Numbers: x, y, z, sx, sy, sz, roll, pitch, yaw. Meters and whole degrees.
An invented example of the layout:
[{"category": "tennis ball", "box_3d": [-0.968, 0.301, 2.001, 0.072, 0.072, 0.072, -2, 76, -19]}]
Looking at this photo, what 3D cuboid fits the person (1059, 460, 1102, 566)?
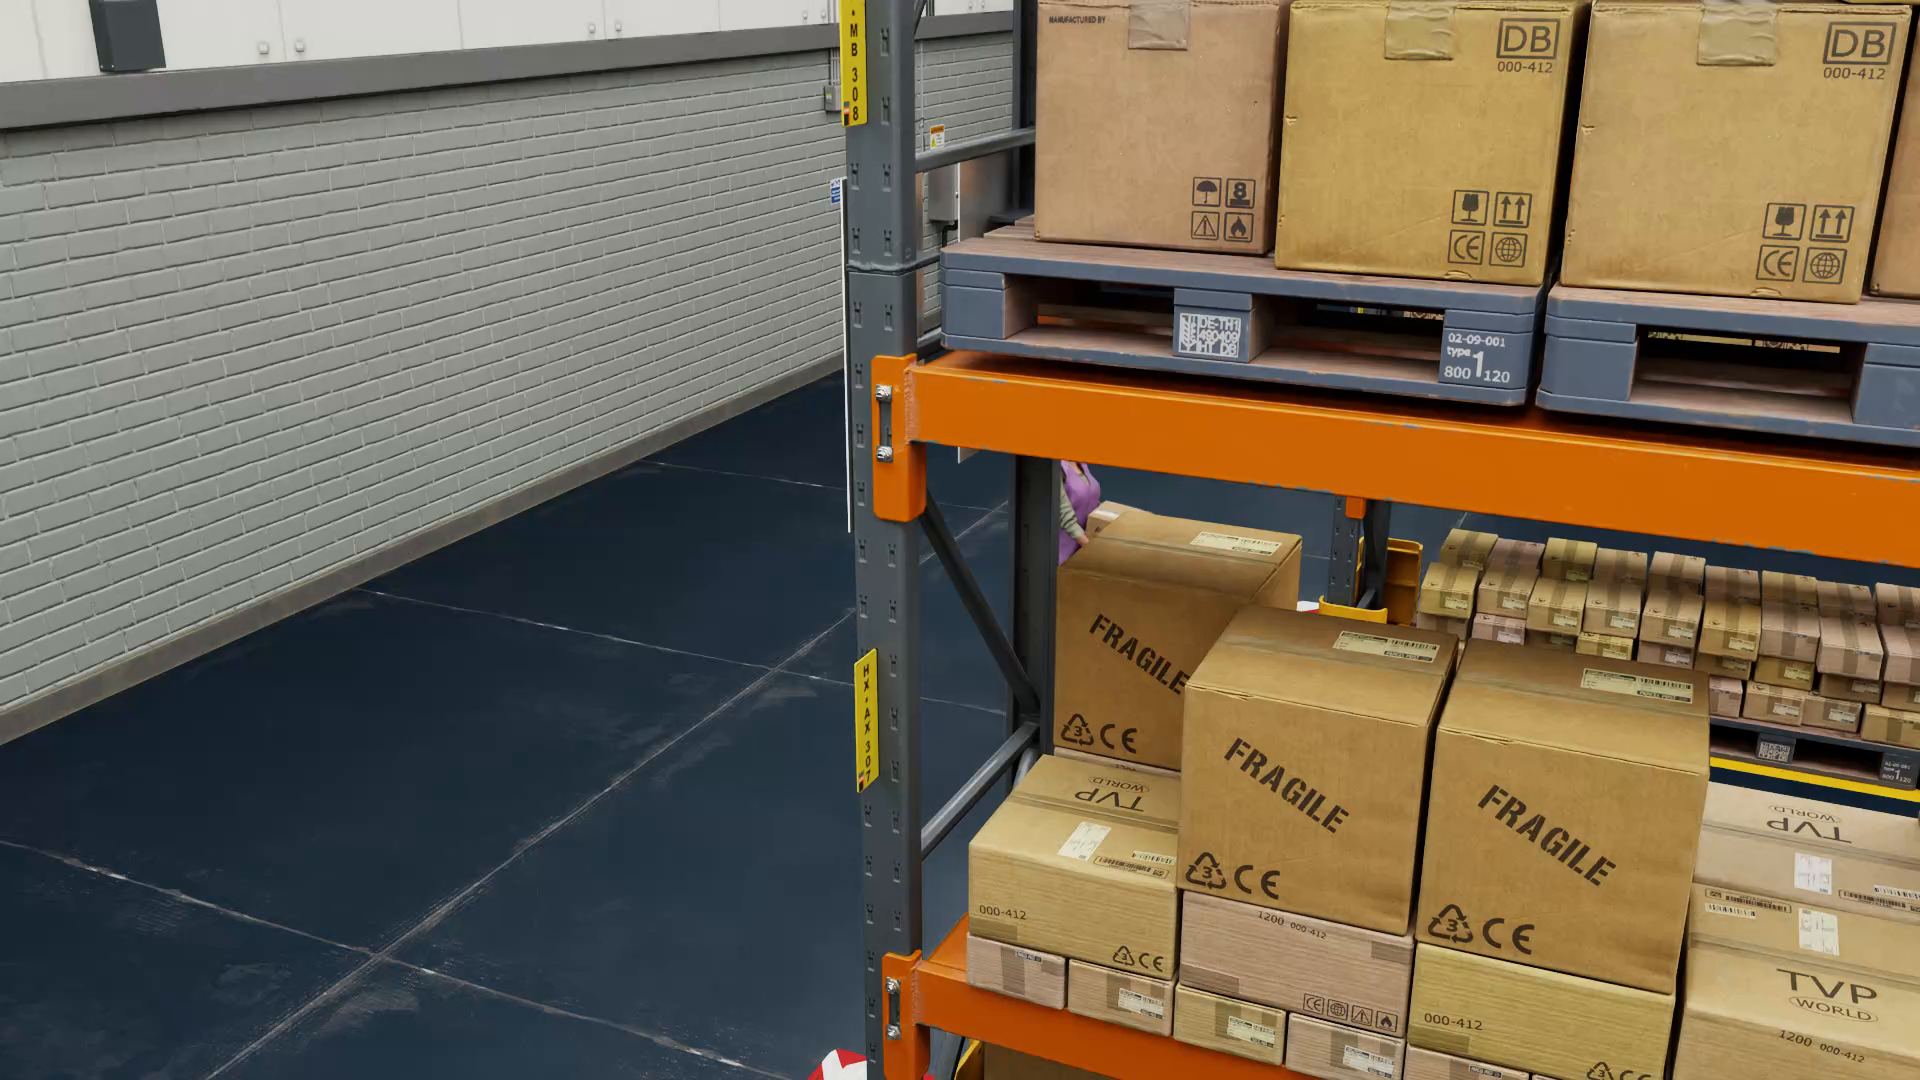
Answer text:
[{"category": "person", "box_3d": [0.608, 0.125, 8.236, 0.494, 1.592, 0.404, 9, 21, 24]}]
